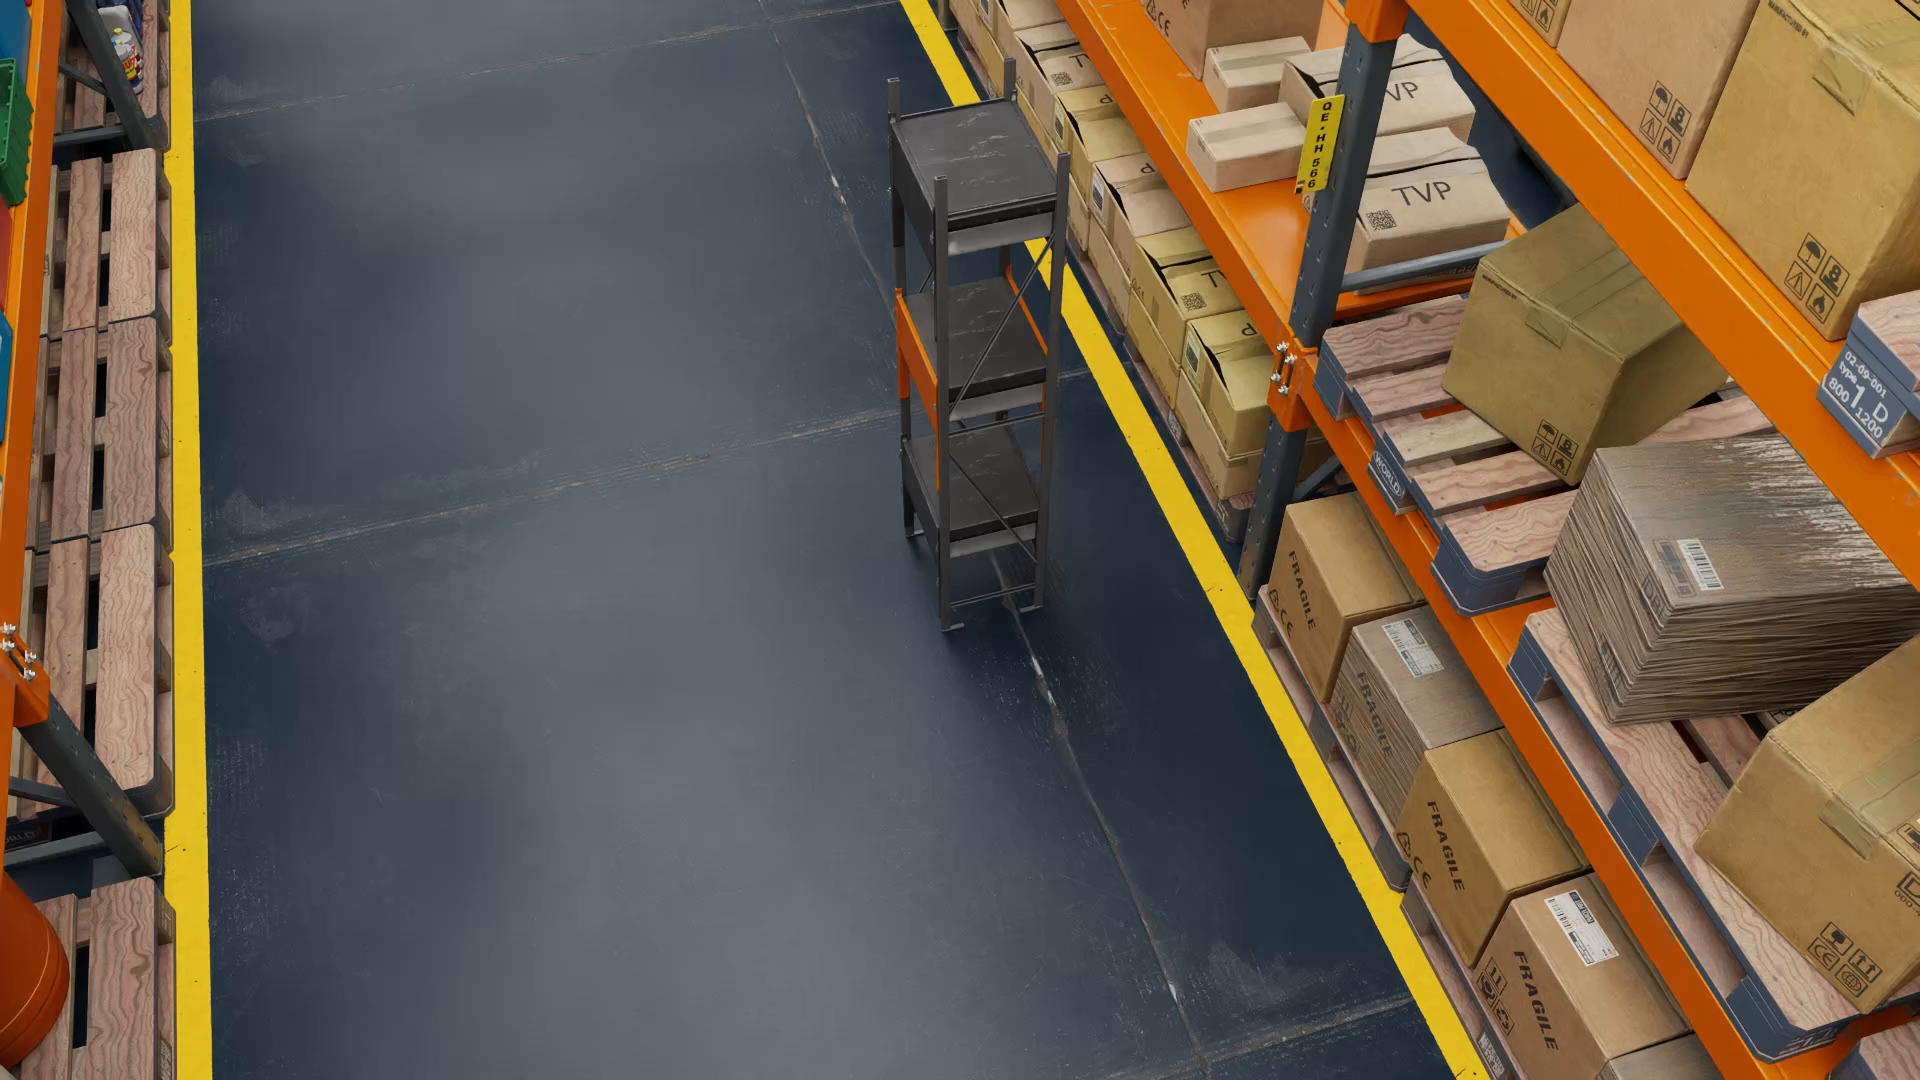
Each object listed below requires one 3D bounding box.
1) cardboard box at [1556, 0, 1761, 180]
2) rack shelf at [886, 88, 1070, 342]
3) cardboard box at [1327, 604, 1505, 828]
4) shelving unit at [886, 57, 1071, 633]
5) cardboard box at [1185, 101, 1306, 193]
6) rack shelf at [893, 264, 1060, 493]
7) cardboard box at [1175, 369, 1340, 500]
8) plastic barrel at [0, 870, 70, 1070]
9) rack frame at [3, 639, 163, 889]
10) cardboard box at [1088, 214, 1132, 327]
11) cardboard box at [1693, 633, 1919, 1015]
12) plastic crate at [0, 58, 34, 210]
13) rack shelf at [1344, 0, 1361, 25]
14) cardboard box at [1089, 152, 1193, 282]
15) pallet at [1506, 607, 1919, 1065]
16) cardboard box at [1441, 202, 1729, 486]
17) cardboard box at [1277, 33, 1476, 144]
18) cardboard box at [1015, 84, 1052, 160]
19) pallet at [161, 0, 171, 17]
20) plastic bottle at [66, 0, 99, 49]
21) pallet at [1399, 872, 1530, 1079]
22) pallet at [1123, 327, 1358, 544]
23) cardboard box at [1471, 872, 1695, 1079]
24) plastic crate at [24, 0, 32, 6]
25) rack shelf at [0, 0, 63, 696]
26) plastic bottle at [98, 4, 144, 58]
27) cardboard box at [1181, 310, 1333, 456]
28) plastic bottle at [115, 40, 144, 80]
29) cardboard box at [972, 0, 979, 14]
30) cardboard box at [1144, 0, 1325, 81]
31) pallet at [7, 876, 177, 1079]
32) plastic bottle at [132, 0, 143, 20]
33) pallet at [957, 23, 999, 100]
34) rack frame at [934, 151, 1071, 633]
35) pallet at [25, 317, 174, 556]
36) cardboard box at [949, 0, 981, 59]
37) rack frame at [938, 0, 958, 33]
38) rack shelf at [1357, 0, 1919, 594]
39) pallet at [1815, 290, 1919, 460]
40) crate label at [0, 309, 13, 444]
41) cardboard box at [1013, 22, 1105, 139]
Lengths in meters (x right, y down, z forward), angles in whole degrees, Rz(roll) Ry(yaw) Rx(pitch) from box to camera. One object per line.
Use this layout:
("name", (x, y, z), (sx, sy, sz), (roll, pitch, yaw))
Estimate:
("cardboard box", (1.872, -1.202, 3.564), (0.910, 0.500, 0.500), (-13, 51, -11))
("rack shelf", (0.049, -0.998, 5.110), (0.431, 0.518, 0.480), (-13, 51, -11))
("cardboard box", (1.582, 0.555, 5.457), (0.500, 0.500, 0.500), (-15, 51, -12))
("shelving unit", (0.049, -0.556, 5.635), (0.431, 2.100, 0.503), (-13, 51, -11))
("cardboard box", (1.030, -1.400, 5.922), (0.380, 0.149, 0.250), (-13, 51, -11))
("rack shelf", (0.049, -0.547, 5.645), (0.431, 0.518, 0.480), (-13, 51, -11))
("cardboard box", (1.172, -0.465, 6.493), (0.500, 0.250, 0.500), (-12, 51, -10))
("plastic barrel", (-3.012, 1.148, 4.755), (0.600, 0.830, 0.708), (-13, 51, -11))
("rack frame", (-3.173, 0.231, 4.383), (1.000, 3.000, 0.127), (-13, 51, -11))
("cardboard box", (0.870, -1.209, 7.120), (0.500, 0.250, 0.500), (-12, 51, -10))
("cardboard box", (2.162, 0.591, 3.740), (0.700, 0.500, 0.500), (-25, 54, -20))
("plastic crate", (-3.571, -1.414, 5.909), (0.450, 0.188, 0.662), (-13, 51, -11))
("rack shelf", (0.969, -3.082, 5.685), (1.077, 0.370, 4.000), (-13, 51, -11))
("cardboard box", (0.864, -1.391, 6.907), (0.500, 0.311, 0.500), (-14, 51, -11))
("pallet", (2.140, 0.595, 4.202), (1.003, 0.211, 1.213), (-13, 51, -11))
("cardboard box", (1.854, -0.620, 4.760), (0.700, 0.500, 0.500), (-30, 56, -23))
("cardboard box", (1.481, -1.555, 5.947), (0.500, 0.311, 0.500), (-14, 51, -11))
("cardboard box", (0.566, -1.955, 7.750), (0.500, 0.250, 0.500), (-15, 51, -12))
("pallet", (-4.879, -3.185, 9.086), (1.003, 0.211, 1.213), (-13, 51, -11))
("plastic bottle", (-4.335, -2.630, 8.239), (0.144, 0.351, 0.185), (-13, 51, -11))
("pallet", (2.102, 1.455, 5.175), (1.003, 0.211, 1.213), (-13, 51, -11))
("pallet", (1.354, -0.598, 6.906), (1.003, 0.211, 1.213), (-13, 51, -11))
("cardboard box", (1.885, 1.303, 4.827), (0.500, 0.500, 0.500), (-15, 51, -12))
("plastic crate", (-3.920, -2.427, 6.582), (0.402, 0.464, 0.583), (-13, 51, -11))
("rack shelf", (-3.764, -0.998, 5.890), (1.077, 0.370, 4.000), (-13, 51, -11))
("plastic bottle", (-4.153, -2.517, 8.193), (0.152, 0.276, 0.135), (-12, 51, -10))
("cardboard box", (1.170, -0.643, 6.277), (0.500, 0.311, 0.500), (-12, 51, -10))
("plastic bottle", (-4.061, -2.337, 8.090), (0.097, 0.201, 0.097), (0, 50, 0))
("cardboard box", (0.262, -2.880, 8.162), (0.500, 0.311, 0.500), (-13, 51, -11))
("cardboard box", (1.049, -2.141, 6.317), (0.500, 0.500, 0.500), (-16, 52, -13))
("pallet", (-2.900, 1.696, 4.972), (1.003, 0.211, 1.213), (-13, 51, -11))
("plastic bottle", (-4.254, -2.800, 8.383), (0.144, 0.351, 0.185), (-15, 52, -13))
("pallet", (0.633, -2.380, 8.408), (1.003, 0.211, 1.213), (-13, 51, -11))
("rack frame", (0.121, -0.378, 5.485), (0.400, 2.100, 0.015), (-13, 51, -11))
("pallet", (-3.722, -0.335, 6.684), (1.003, 0.211, 1.213), (-13, 51, -11))
("cardboard box", (0.260, -2.707, 8.383), (0.500, 0.250, 0.500), (-14, 51, -12))
("rack frame", (0.377, -3.808, 7.788), (1.000, 3.000, 0.127), (-13, 51, -11))
("rack shelf", (2.152, -0.161, 3.222), (1.077, 0.370, 4.000), (-13, 51, -11))
("pallet", (2.308, -0.120, 2.840), (1.213, 0.211, 1.003), (-13, 51, -11))
("crate label", (-3.208, -0.568, 5.033), (0.502, 0.435, 0.616), (-13, 51, -11))
("cardboard box", (0.559, -2.135, 7.535), (0.500, 0.311, 0.500), (-15, 51, -12))
